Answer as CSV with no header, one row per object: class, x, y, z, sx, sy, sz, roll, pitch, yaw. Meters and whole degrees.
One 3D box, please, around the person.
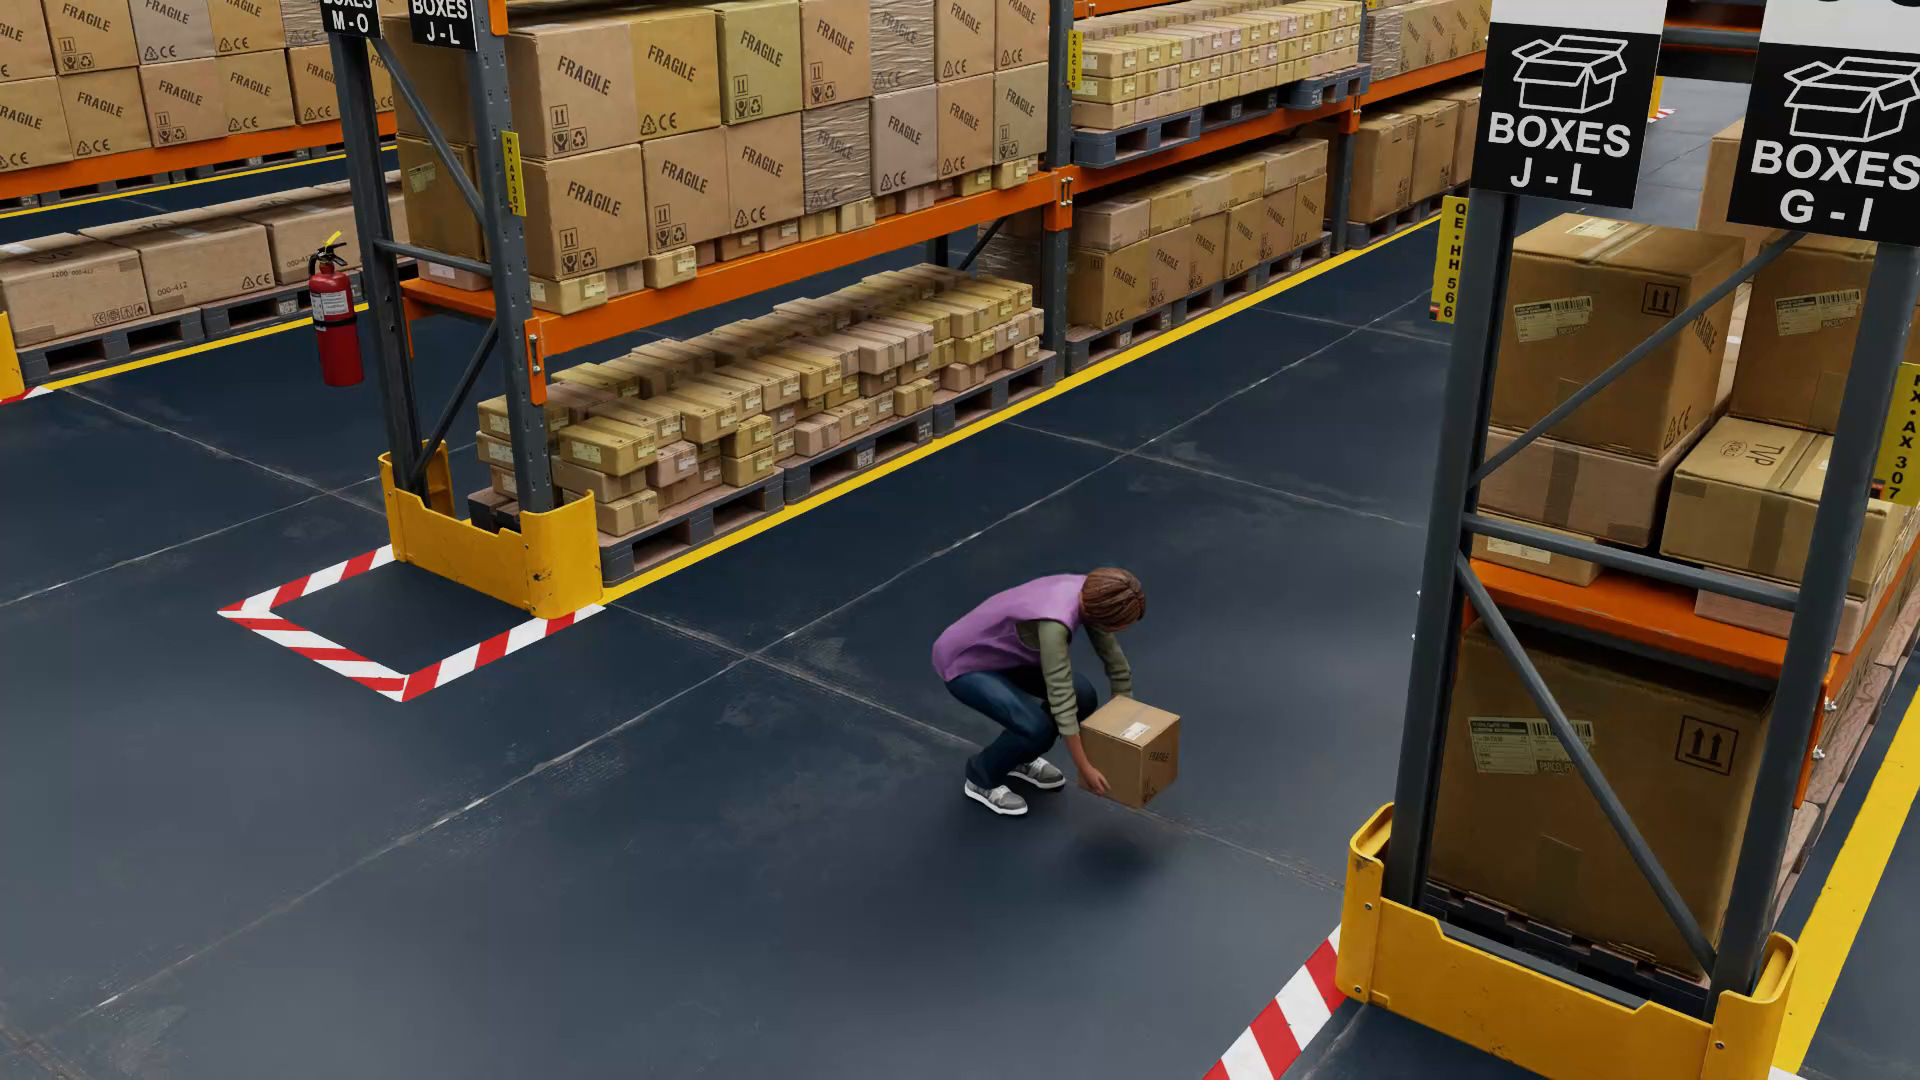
person,0.280,0.490,5.812,0.782,0.948,0.453,17,29,33
